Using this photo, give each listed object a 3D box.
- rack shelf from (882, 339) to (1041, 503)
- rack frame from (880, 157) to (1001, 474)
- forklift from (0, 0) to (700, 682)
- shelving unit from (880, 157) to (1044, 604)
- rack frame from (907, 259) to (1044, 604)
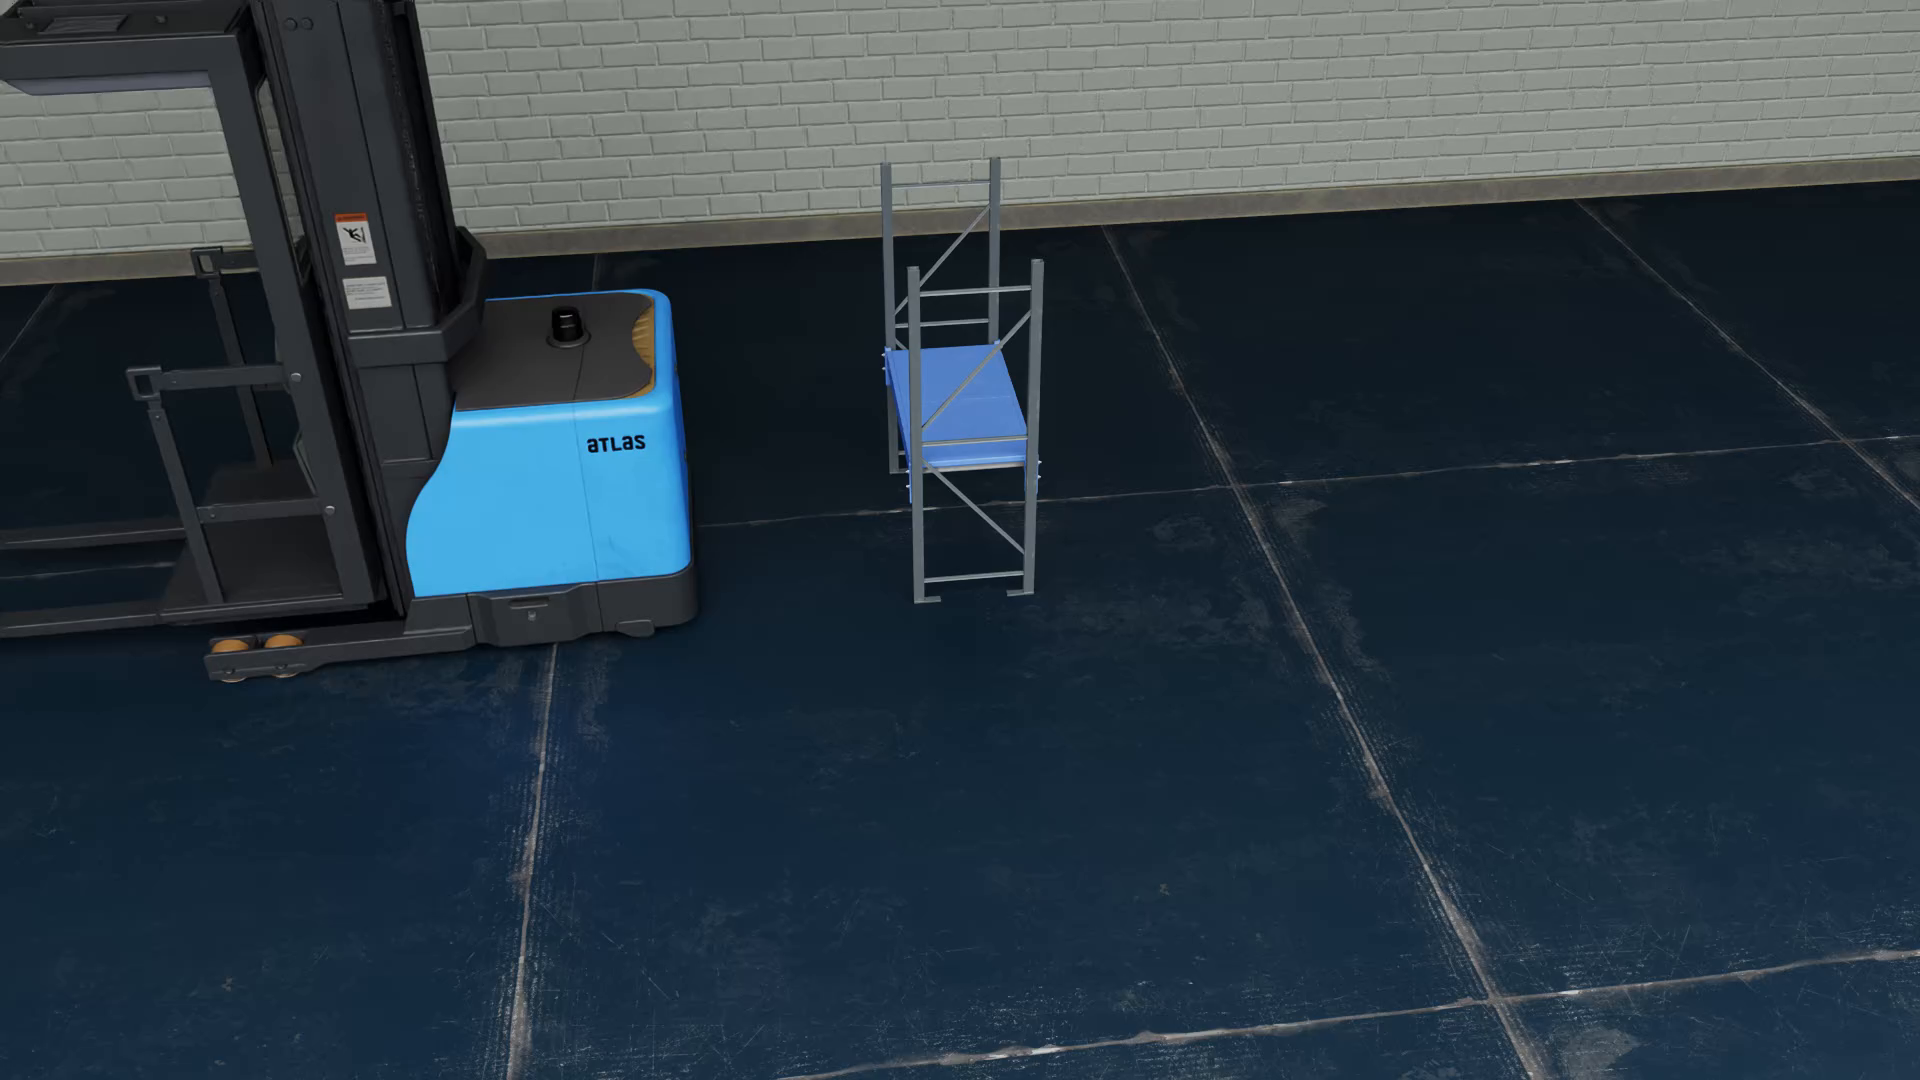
[{"bbox_3d":[-0.011,-0.519,6.999,0.538,0.185,1.000,-4,35,-6],"label":"rack shelf"},{"bbox_3d":[-0.080,-0.951,7.314,0.500,1.500,0.032,-4,35,-6],"label":"rack frame"},{"bbox_3d":[-2.615,-0.980,6.085,3.031,2.935,1.130,-5,35,-7],"label":"forklift"},{"bbox_3d":[-0.011,-0.667,6.897,0.538,1.500,1.048,-4,35,-6],"label":"shelving unit"},{"bbox_3d":[0.057,-0.384,6.481,0.500,1.500,0.032,-4,35,-6],"label":"rack frame"}]
